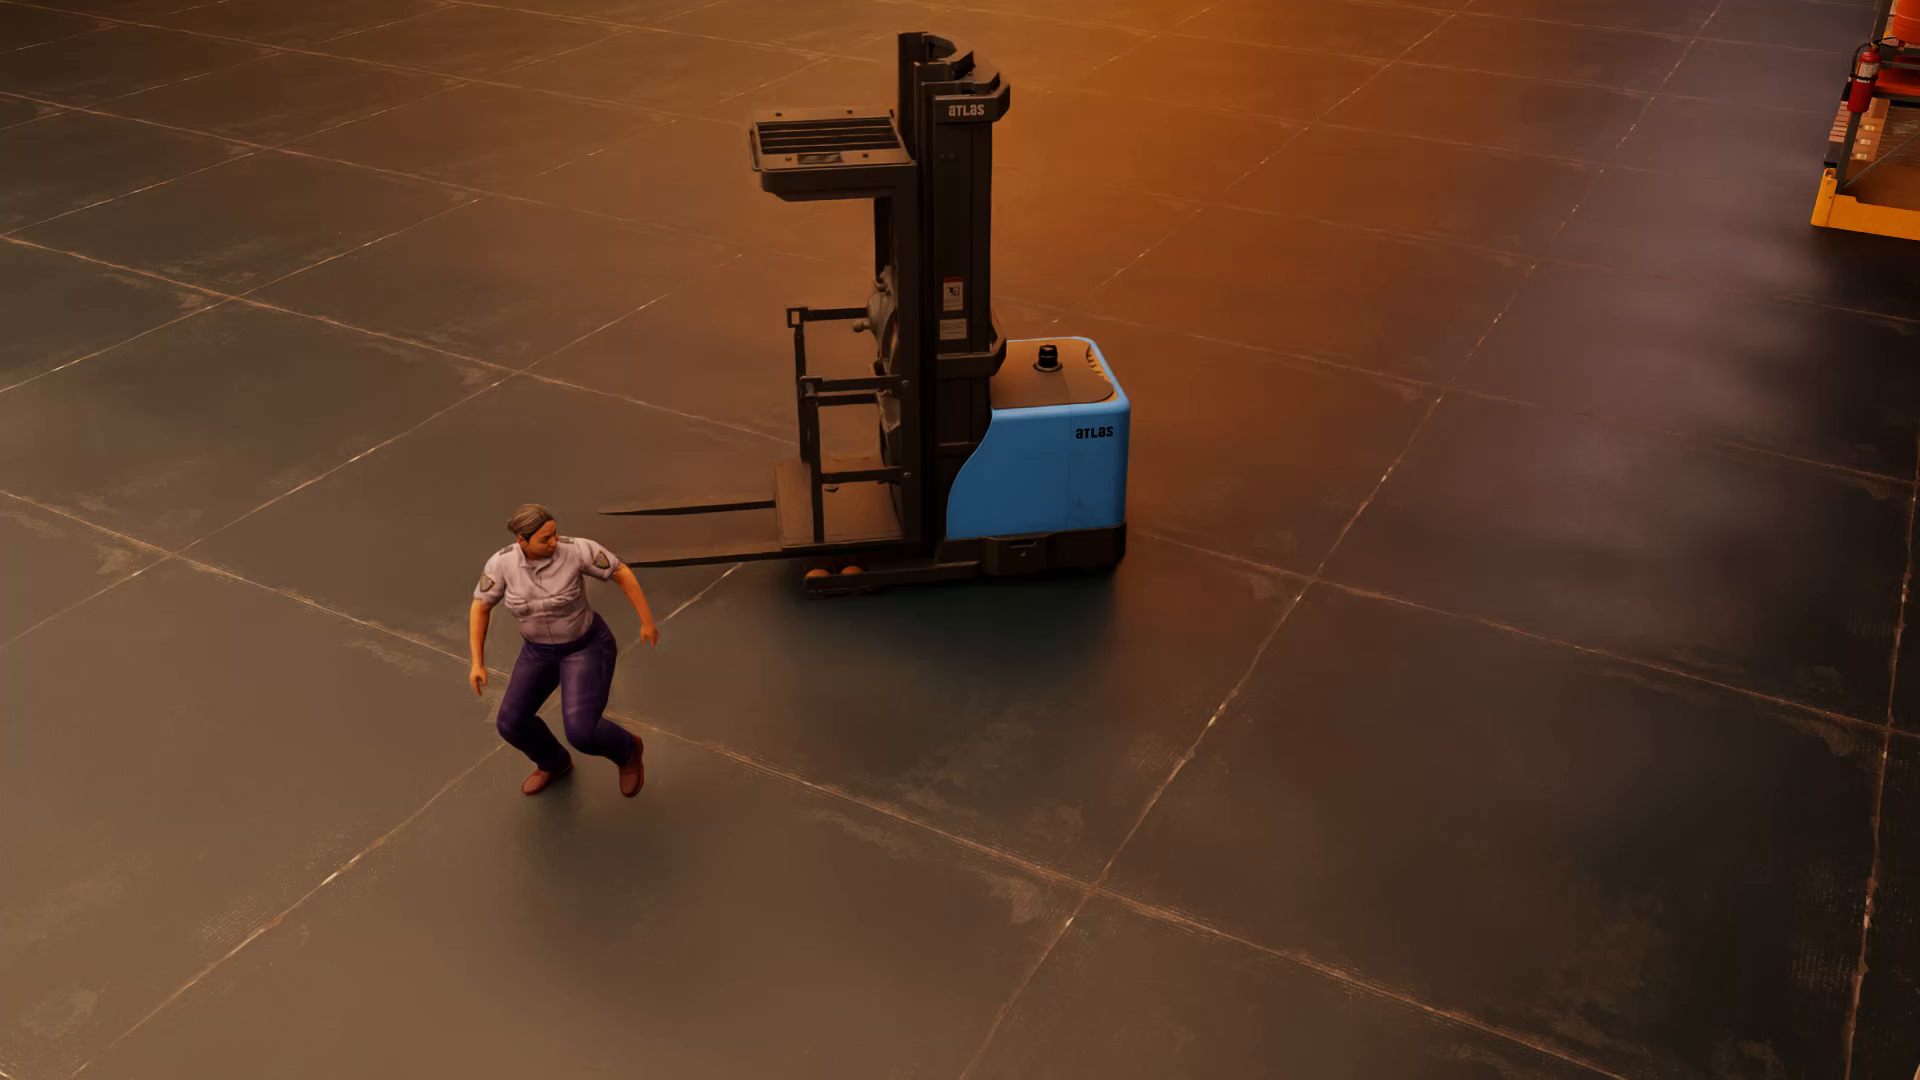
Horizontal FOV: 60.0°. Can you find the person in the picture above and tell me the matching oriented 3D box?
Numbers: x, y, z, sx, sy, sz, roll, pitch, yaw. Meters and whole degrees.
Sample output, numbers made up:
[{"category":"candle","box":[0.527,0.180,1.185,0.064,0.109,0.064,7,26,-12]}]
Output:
[{"category":"person","box":[-1.817,0.526,7.568,0.755,1.559,0.555,8,31,14]}]

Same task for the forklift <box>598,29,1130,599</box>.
[{"category":"forklift","box":[-0.603,-1.220,9.184,3.031,2.935,1.130,-5,30,-8]}]
